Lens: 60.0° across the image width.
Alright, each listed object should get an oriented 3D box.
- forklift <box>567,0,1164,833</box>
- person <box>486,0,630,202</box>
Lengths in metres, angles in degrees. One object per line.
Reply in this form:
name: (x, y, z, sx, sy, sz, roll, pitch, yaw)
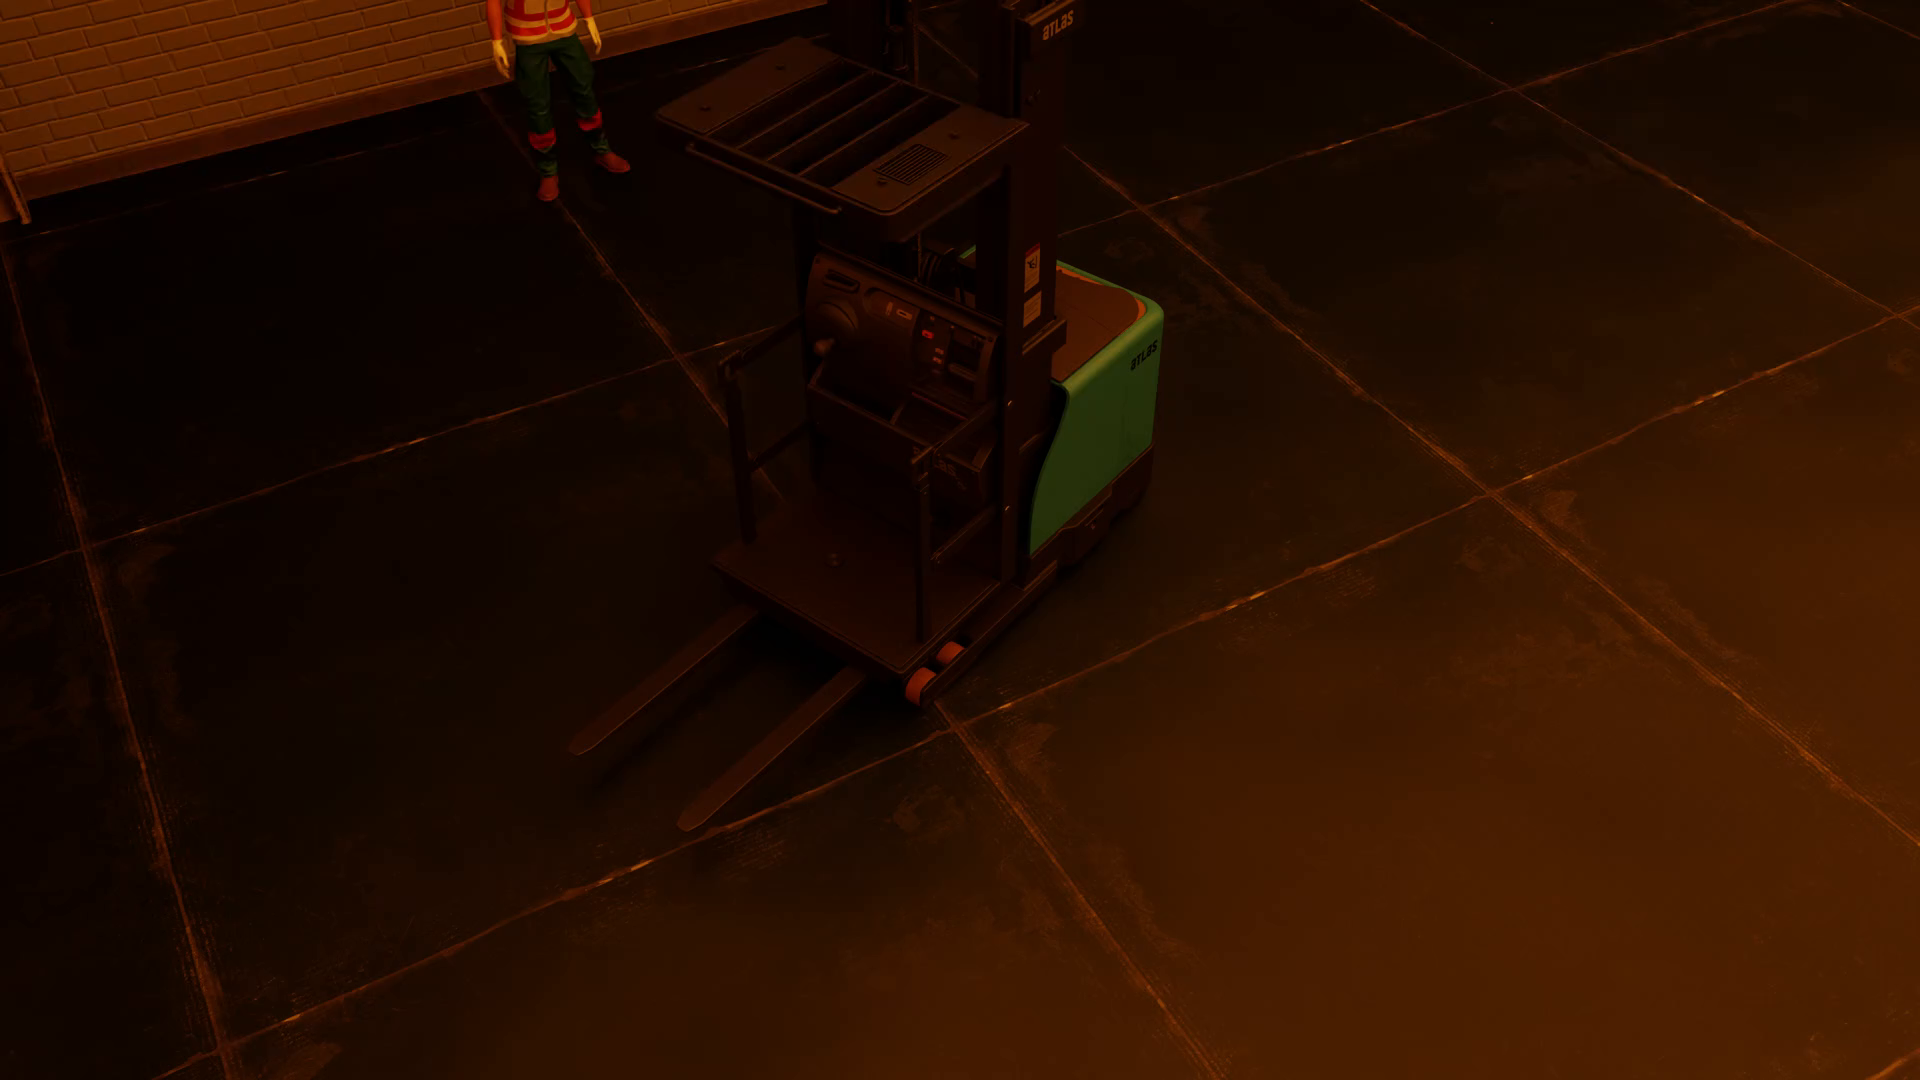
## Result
forklift: (-0.375, -0.749, 6.505, 1.130, 2.935, 3.031, 28, 50, 27)
person: (-2.388, -2.893, 9.665, 0.672, 1.781, 0.470, -23, 48, -23)
